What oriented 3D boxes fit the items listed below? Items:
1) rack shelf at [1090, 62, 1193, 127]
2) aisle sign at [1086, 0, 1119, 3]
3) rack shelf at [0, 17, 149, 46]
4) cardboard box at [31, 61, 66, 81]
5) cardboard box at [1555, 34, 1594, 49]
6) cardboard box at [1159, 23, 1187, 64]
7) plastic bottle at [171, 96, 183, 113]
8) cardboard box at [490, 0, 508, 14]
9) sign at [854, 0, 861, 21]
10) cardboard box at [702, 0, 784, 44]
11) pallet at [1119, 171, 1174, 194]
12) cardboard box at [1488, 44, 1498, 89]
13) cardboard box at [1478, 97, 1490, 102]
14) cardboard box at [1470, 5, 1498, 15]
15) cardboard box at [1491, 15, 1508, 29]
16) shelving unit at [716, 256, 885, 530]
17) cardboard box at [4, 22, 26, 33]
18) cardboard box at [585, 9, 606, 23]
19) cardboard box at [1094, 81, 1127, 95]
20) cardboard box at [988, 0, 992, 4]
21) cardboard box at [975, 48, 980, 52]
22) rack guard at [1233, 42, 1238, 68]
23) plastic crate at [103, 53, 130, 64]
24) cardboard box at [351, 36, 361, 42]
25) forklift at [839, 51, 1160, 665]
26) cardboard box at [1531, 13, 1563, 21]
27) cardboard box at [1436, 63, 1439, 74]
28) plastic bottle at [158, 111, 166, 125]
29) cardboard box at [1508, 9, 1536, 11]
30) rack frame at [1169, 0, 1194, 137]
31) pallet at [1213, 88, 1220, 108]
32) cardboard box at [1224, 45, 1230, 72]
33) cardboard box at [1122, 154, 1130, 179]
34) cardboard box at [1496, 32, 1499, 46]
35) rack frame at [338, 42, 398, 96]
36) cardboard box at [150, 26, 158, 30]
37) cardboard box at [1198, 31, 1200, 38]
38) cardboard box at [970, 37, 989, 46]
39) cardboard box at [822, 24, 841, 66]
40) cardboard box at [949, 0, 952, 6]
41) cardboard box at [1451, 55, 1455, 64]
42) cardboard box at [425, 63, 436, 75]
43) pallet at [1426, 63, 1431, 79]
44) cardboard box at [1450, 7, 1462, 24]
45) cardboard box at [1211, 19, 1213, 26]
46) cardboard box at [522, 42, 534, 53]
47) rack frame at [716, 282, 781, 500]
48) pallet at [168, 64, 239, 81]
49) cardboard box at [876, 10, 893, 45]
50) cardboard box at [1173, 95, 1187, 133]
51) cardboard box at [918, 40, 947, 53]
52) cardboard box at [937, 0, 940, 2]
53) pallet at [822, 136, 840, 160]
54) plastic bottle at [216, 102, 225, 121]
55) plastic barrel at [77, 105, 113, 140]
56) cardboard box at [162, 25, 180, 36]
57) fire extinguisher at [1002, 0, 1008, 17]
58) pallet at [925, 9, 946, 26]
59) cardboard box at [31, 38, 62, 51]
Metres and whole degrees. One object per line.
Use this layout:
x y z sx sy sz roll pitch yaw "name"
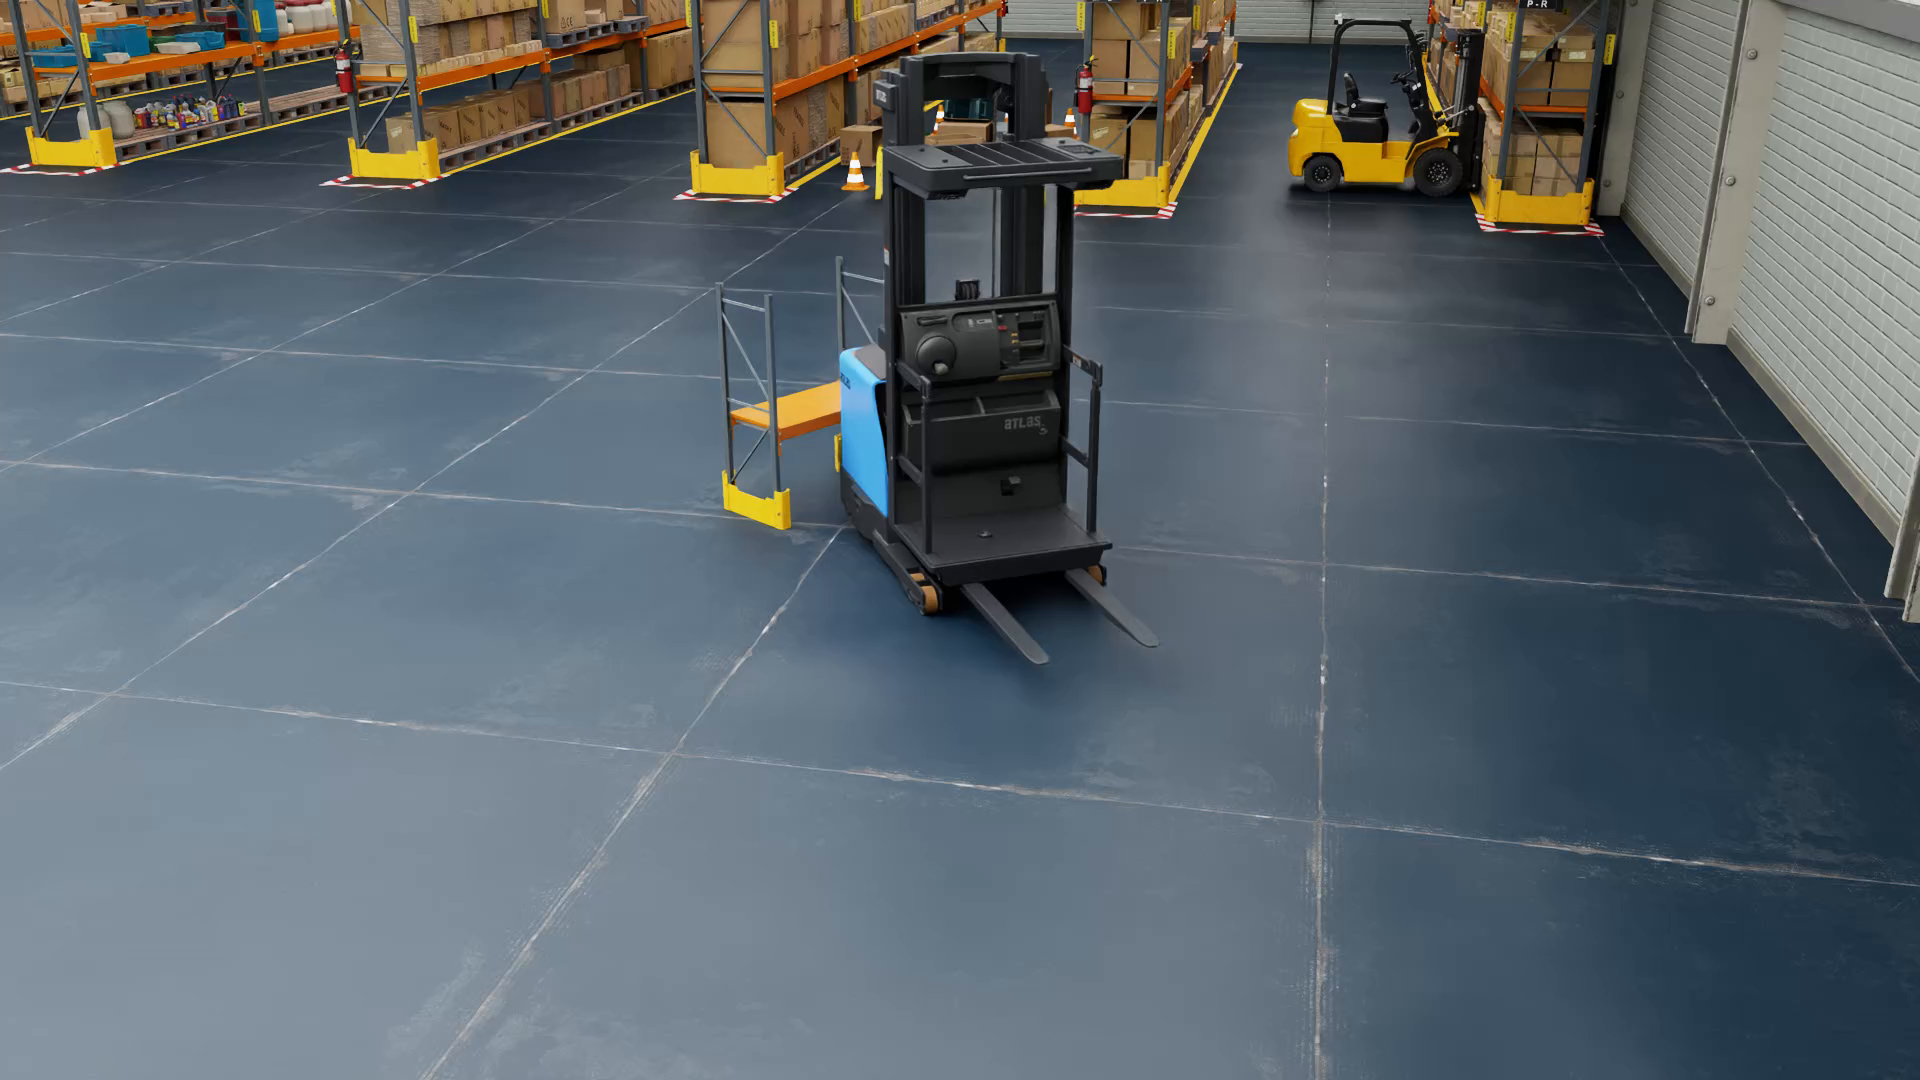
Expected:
2.407 -5.976 22.140 1.077 0.370 4.000 4 22 11 "rack shelf"
1.703 -6.784 19.703 0.394 0.787 0.004 4 22 11 "aisle sign"
-16.175 -8.951 29.527 1.077 0.370 4.000 4 22 11 "rack shelf"
-16.043 -8.237 29.159 0.500 0.311 0.500 4 22 9 "cardboard box"
7.137 -5.793 19.323 0.380 0.149 0.250 4 22 10 "cardboard box"
2.768 -6.665 22.357 0.500 0.500 0.500 5 22 12 "cardboard box"
-12.344 -6.817 26.222 0.144 0.351 0.185 4 22 9 "plastic bottle"
-6.912 -7.894 24.068 0.500 0.500 0.500 4 22 11 "cardboard box"
-1.507 -7.778 24.387 0.100 0.325 0.005 4 22 11 "sign"
-2.754 -6.622 21.135 0.875 0.550 0.550 4 22 11 "cardboard box"
2.215 -4.607 21.511 1.003 0.211 1.213 4 22 11 "pallet"
7.014 -6.009 21.125 0.500 0.500 0.500 5 22 11 "cardboard box"
7.270 -5.895 22.755 0.500 0.250 0.500 4 22 10 "cardboard box"
8.017 -8.090 25.424 0.380 0.149 0.250 5 22 12 "cardboard box"
7.159 -6.773 21.755 0.380 0.149 0.250 5 22 12 "cardboard box"
-0.968 -0.979 10.777 0.587 1.500 1.083 19 29 39 "shelving unit"
-16.202 -8.745 28.389 0.380 0.149 0.250 4 22 11 "cardboard box"
-6.146 -8.762 27.712 0.396 0.266 0.258 4 22 9 "cardboard box"
1.866 -5.615 20.617 0.380 0.149 0.250 5 23 13 "cardboard box"
0.455 -11.237 34.576 0.380 0.149 0.250 5 22 12 "cardboard box"
0.197 -9.902 33.781 0.380 0.149 0.250 4 22 11 "cardboard box"
5.269 -10.279 35.208 1.175 0.500 0.348 4 22 11 "rack guard"
-12.053 -6.892 23.804 0.298 0.136 0.250 4 22 11 "plastic crate"
-14.004 -11.769 38.318 0.500 0.500 0.500 4 22 11 "cardboard box"
0.195 -1.112 9.191 1.130 2.935 3.031 -8 23 -18 "forklift"
7.814 -6.921 22.123 0.380 0.149 0.250 4 22 9 "cardboard box"
9.207 -8.873 31.469 0.396 0.266 0.258 5 23 13 "cardboard box"
-12.342 -6.531 25.712 0.097 0.201 0.097 0 22 0 "plastic bottle"
8.329 -7.777 24.647 0.380 0.149 0.250 5 22 12 "cardboard box"
2.815 -7.041 23.822 1.000 3.000 0.127 4 22 11 "rack frame"
4.117 -7.938 29.782 1.003 0.211 1.213 4 22 11 "pallet"
4.863 -9.522 32.850 0.875 0.438 0.875 4 22 9 "cardboard box"
1.906 -4.823 21.432 0.500 0.250 0.500 4 22 11 "cardboard box"
7.018 -6.351 21.106 0.380 0.149 0.250 4 22 10 "cardboard box"
-10.919 -9.637 30.268 1.000 3.000 0.127 4 22 11 "rack frame"
-19.132 -11.907 38.687 0.700 0.500 0.500 4 22 11 "cardboard box"
3.426 -7.679 25.180 0.380 0.149 0.250 5 22 11 "cardboard box"
0.386 -10.322 34.424 0.380 0.149 0.250 5 23 13 "cardboard box"
-2.205 -7.113 23.798 0.875 0.550 0.550 4 22 11 "cardboard box"
-0.358 -10.130 31.266 0.380 0.149 0.250 5 22 11 "cardboard box"
8.822 -8.424 29.170 0.380 0.149 0.250 4 22 11 "cardboard box"
-7.341 -6.393 22.550 0.380 0.149 0.250 4 22 11 "cardboard box"
9.947 -9.440 33.511 1.003 0.211 1.213 4 22 11 "pallet"
8.390 -8.663 27.487 0.500 0.250 0.500 3 22 8 "cardboard box"
3.978 -8.595 27.879 0.500 0.250 0.500 4 22 10 "cardboard box"
-6.703 -7.489 25.269 0.380 0.149 0.250 4 22 11 "cardboard box"
-1.321 -0.837 10.425 0.500 1.500 0.032 19 29 39 "rack frame"
-15.327 -9.438 33.505 1.003 0.211 1.213 4 22 11 "pallet"
-1.370 -8.153 26.448 0.500 0.500 0.500 5 22 12 "cardboard box"
2.855 -5.886 23.067 0.500 0.500 0.500 5 22 12 "cardboard box"
-0.535 -9.018 30.509 0.500 0.250 0.500 3 22 9 "cardboard box"
-0.572 -9.881 30.248 0.380 0.149 0.250 5 22 11 "cardboard box"
-2.283 -5.816 24.513 1.003 0.211 1.213 4 22 11 "pallet"
-11.616 -6.728 26.091 0.061 0.283 0.133 6 23 14 "plastic bottle"
-12.492 -5.999 24.002 0.421 0.512 0.421 0 22 0 "plastic barrel"
-15.594 -10.164 33.329 0.500 0.250 0.500 4 22 10 "cardboard box"
0.901 -11.619 35.790 0.296 0.674 0.183 4 22 11 "fire extinguisher"
-0.871 -9.483 30.141 1.003 0.211 1.213 4 22 11 "pallet"
-19.806 -10.805 35.484 0.750 0.750 0.750 5 22 12 "cardboard box"
